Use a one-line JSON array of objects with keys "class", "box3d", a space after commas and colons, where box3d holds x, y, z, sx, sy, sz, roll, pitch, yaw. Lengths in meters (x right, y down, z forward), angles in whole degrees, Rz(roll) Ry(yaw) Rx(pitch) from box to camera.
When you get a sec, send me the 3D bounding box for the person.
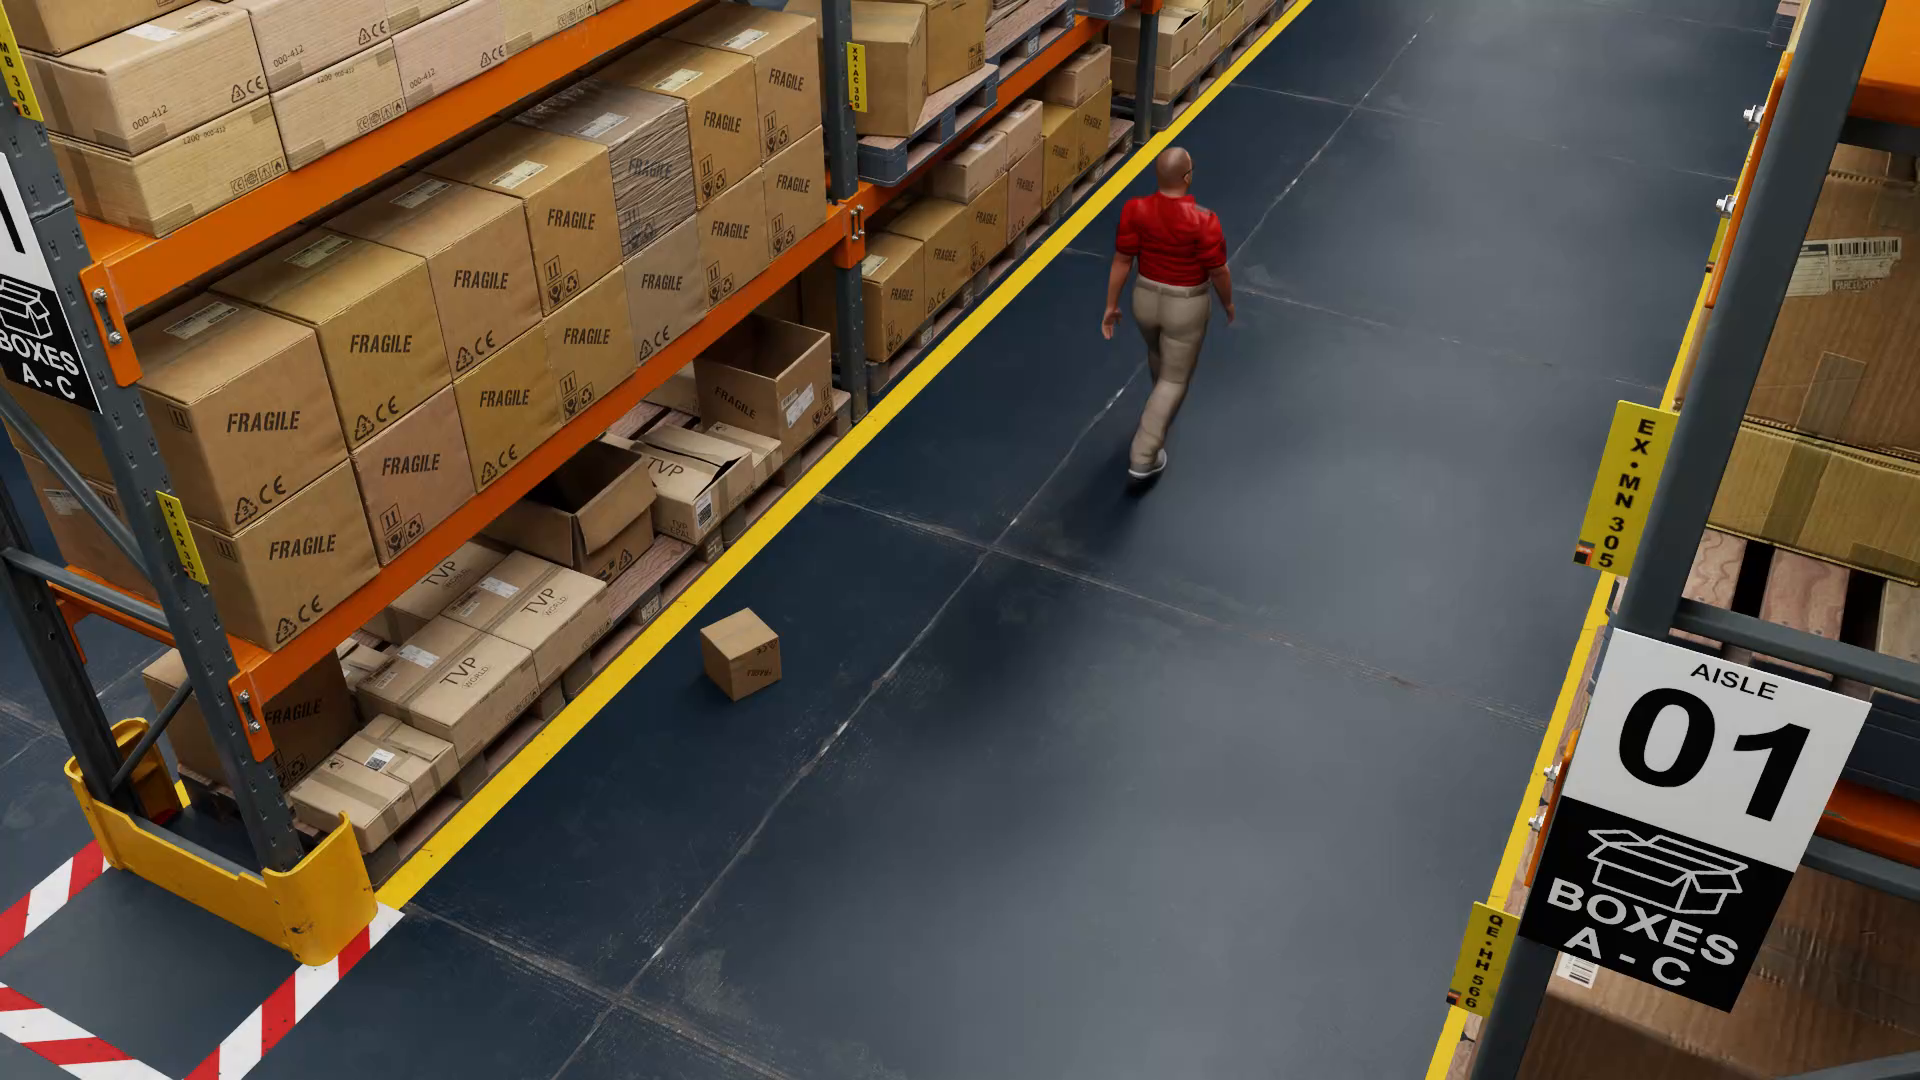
[{"class": "person", "box3d": [1.075, -1.203, 8.327, 0.569, 1.671, 1.056, 22, 43, 26]}]
